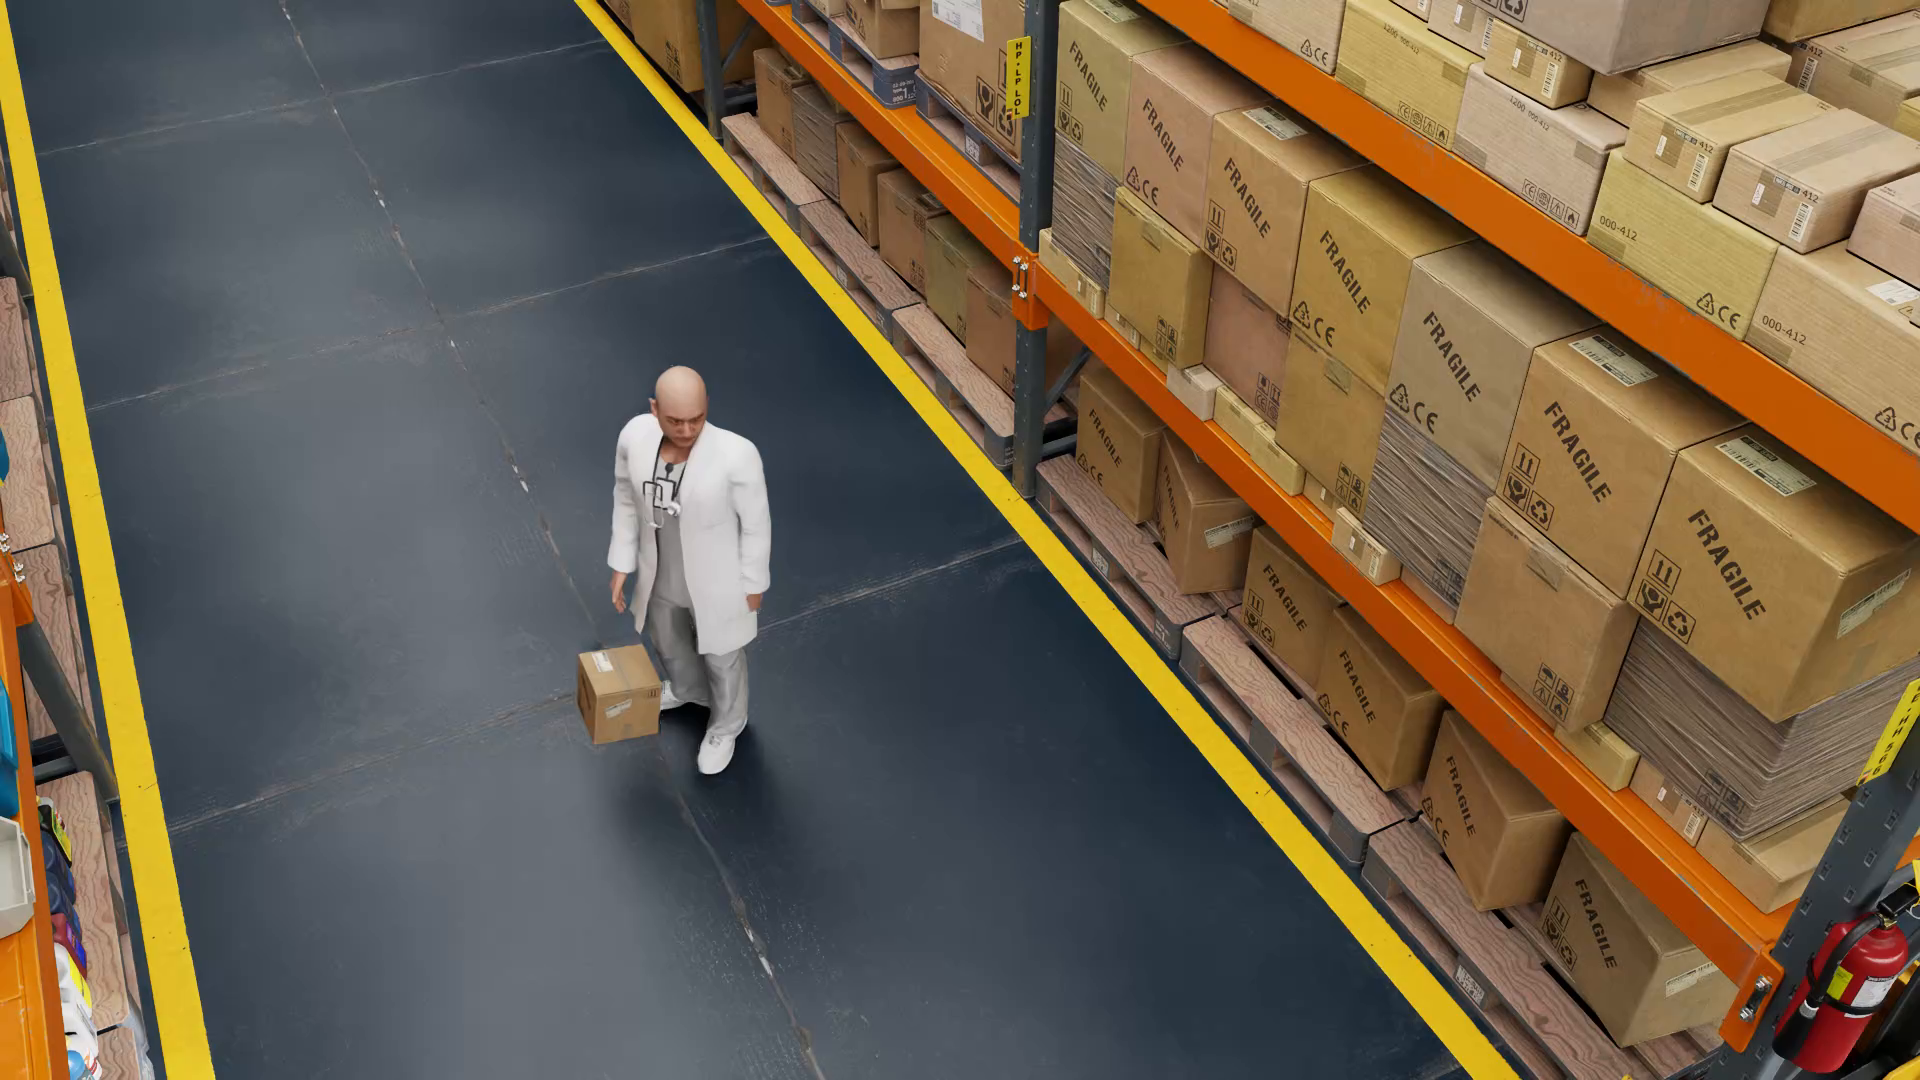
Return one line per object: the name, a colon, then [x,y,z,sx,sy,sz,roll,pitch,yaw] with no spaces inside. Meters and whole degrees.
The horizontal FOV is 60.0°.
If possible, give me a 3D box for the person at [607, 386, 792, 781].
person: [-0.975,0.160,5.951,0.746,1.770,0.540,3,41,4]
